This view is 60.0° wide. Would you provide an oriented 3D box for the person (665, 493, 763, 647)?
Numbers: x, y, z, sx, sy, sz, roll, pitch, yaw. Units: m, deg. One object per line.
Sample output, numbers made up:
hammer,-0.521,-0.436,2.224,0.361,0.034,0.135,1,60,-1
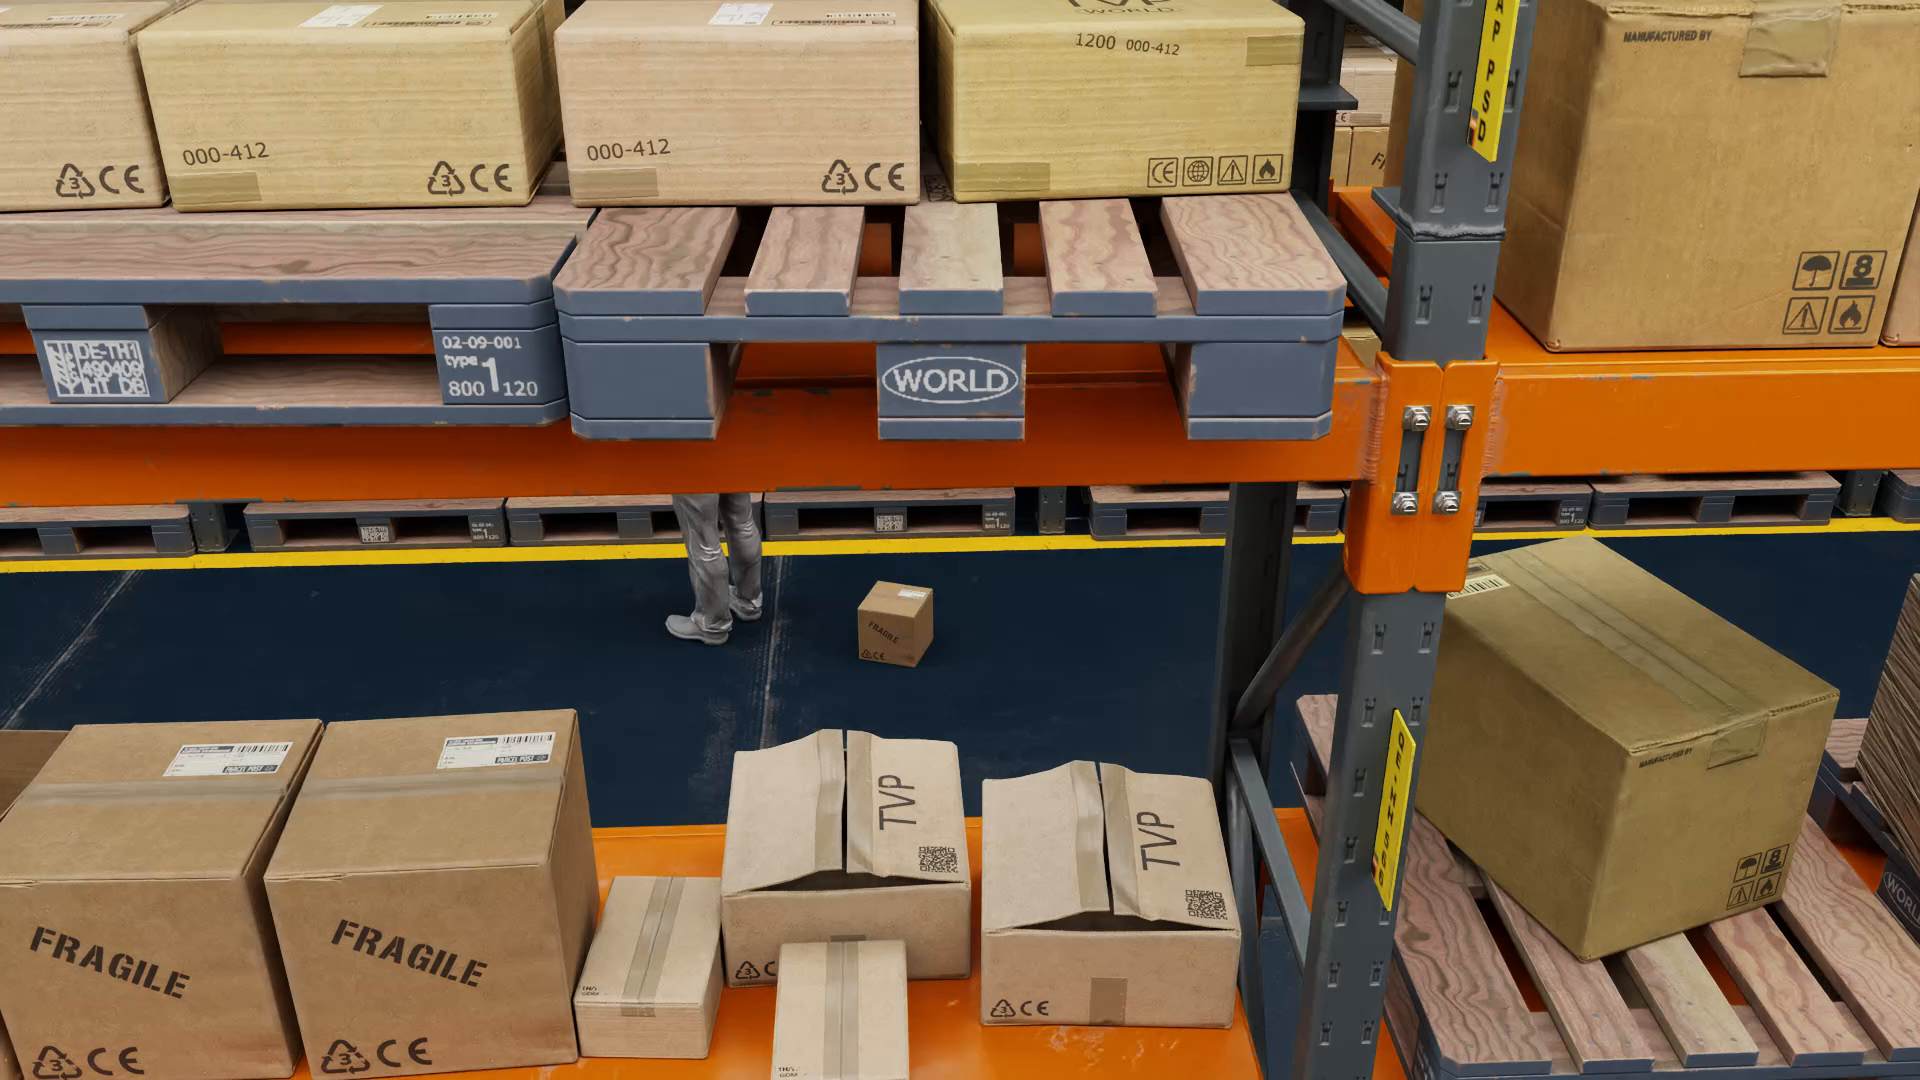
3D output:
person,-1.051,-0.406,6.875,0.394,1.770,0.554,19,33,32
